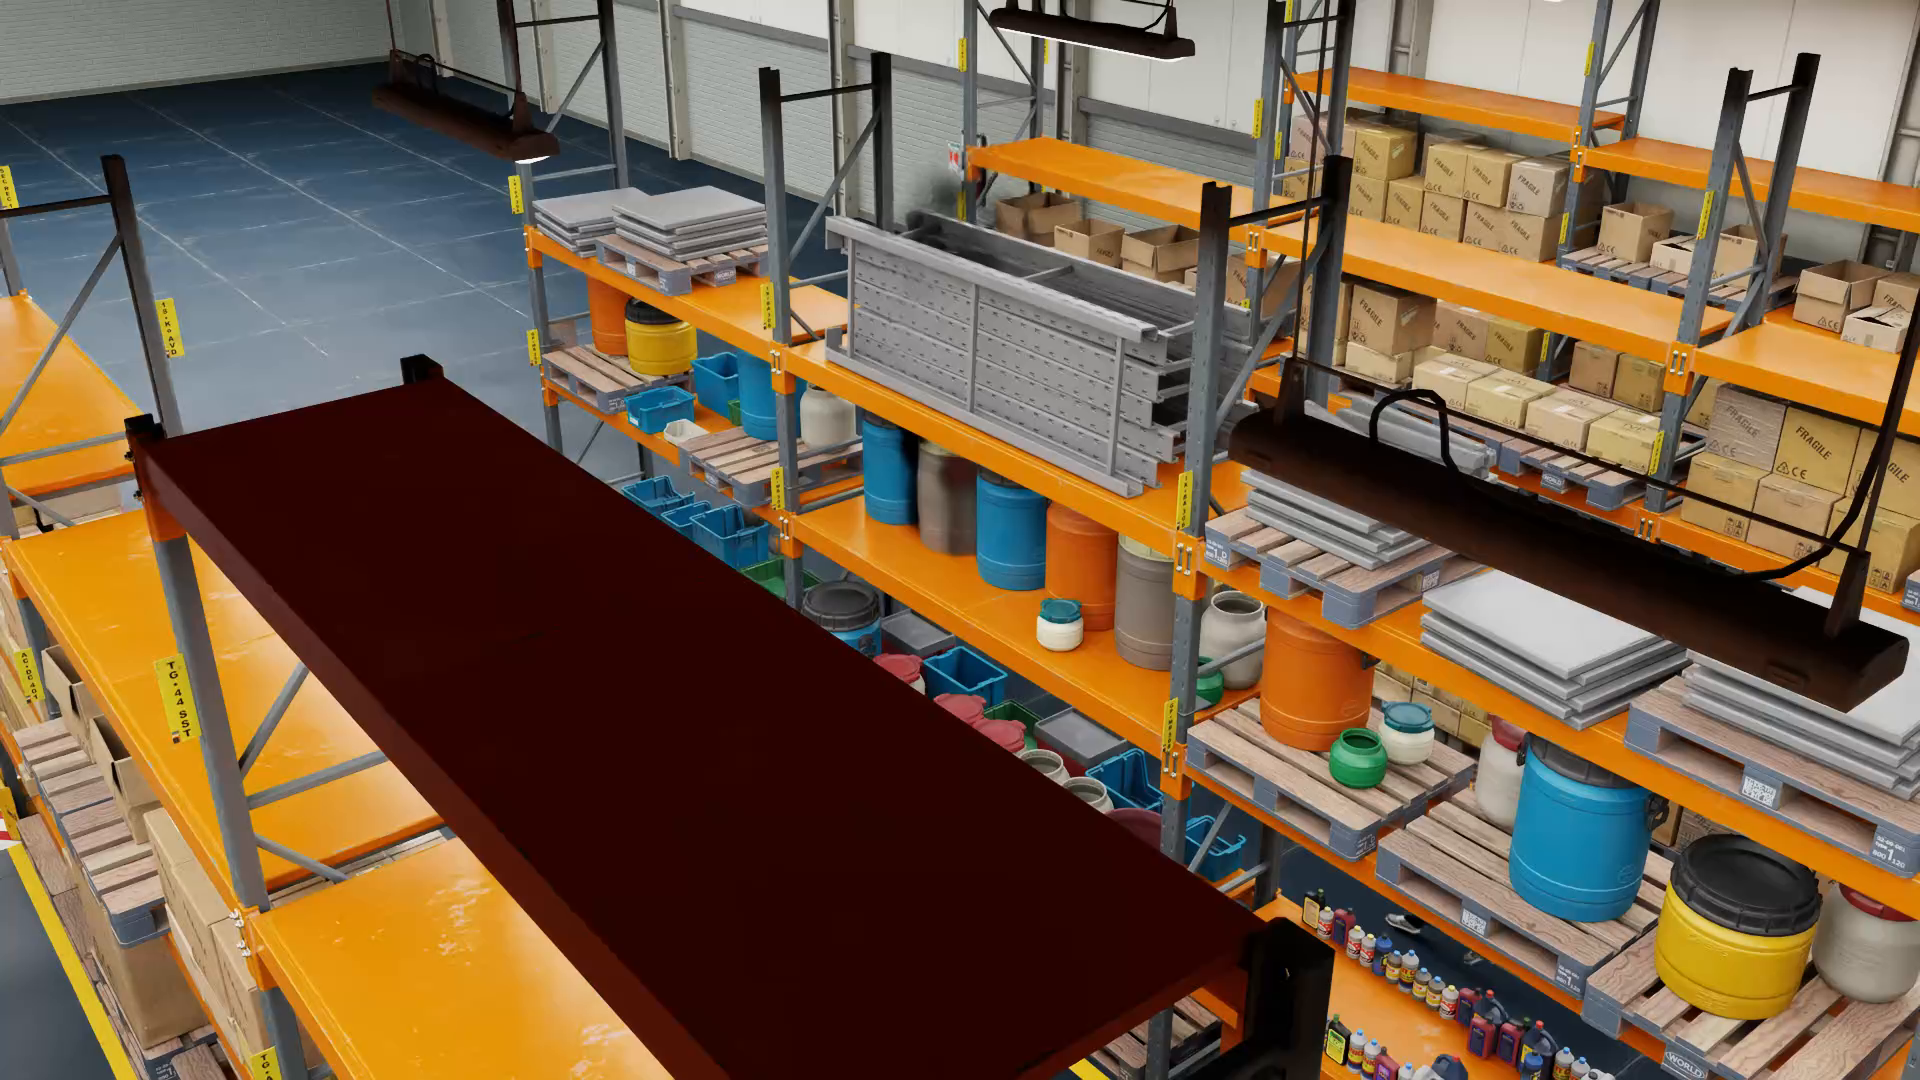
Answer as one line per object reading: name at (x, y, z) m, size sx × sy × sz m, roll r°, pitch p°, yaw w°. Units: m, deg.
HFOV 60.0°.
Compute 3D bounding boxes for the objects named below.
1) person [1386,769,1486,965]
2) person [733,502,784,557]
person at (3.474, 2.268, 11.754) m, size 0.886 × 1.556 × 0.542 m, roll 23°, pitch 34°, yaw 39°
person at (-2.141, -0.253, 16.919) m, size 0.830 × 1.634 × 0.630 m, roll 14°, pitch 29°, yaw 26°
